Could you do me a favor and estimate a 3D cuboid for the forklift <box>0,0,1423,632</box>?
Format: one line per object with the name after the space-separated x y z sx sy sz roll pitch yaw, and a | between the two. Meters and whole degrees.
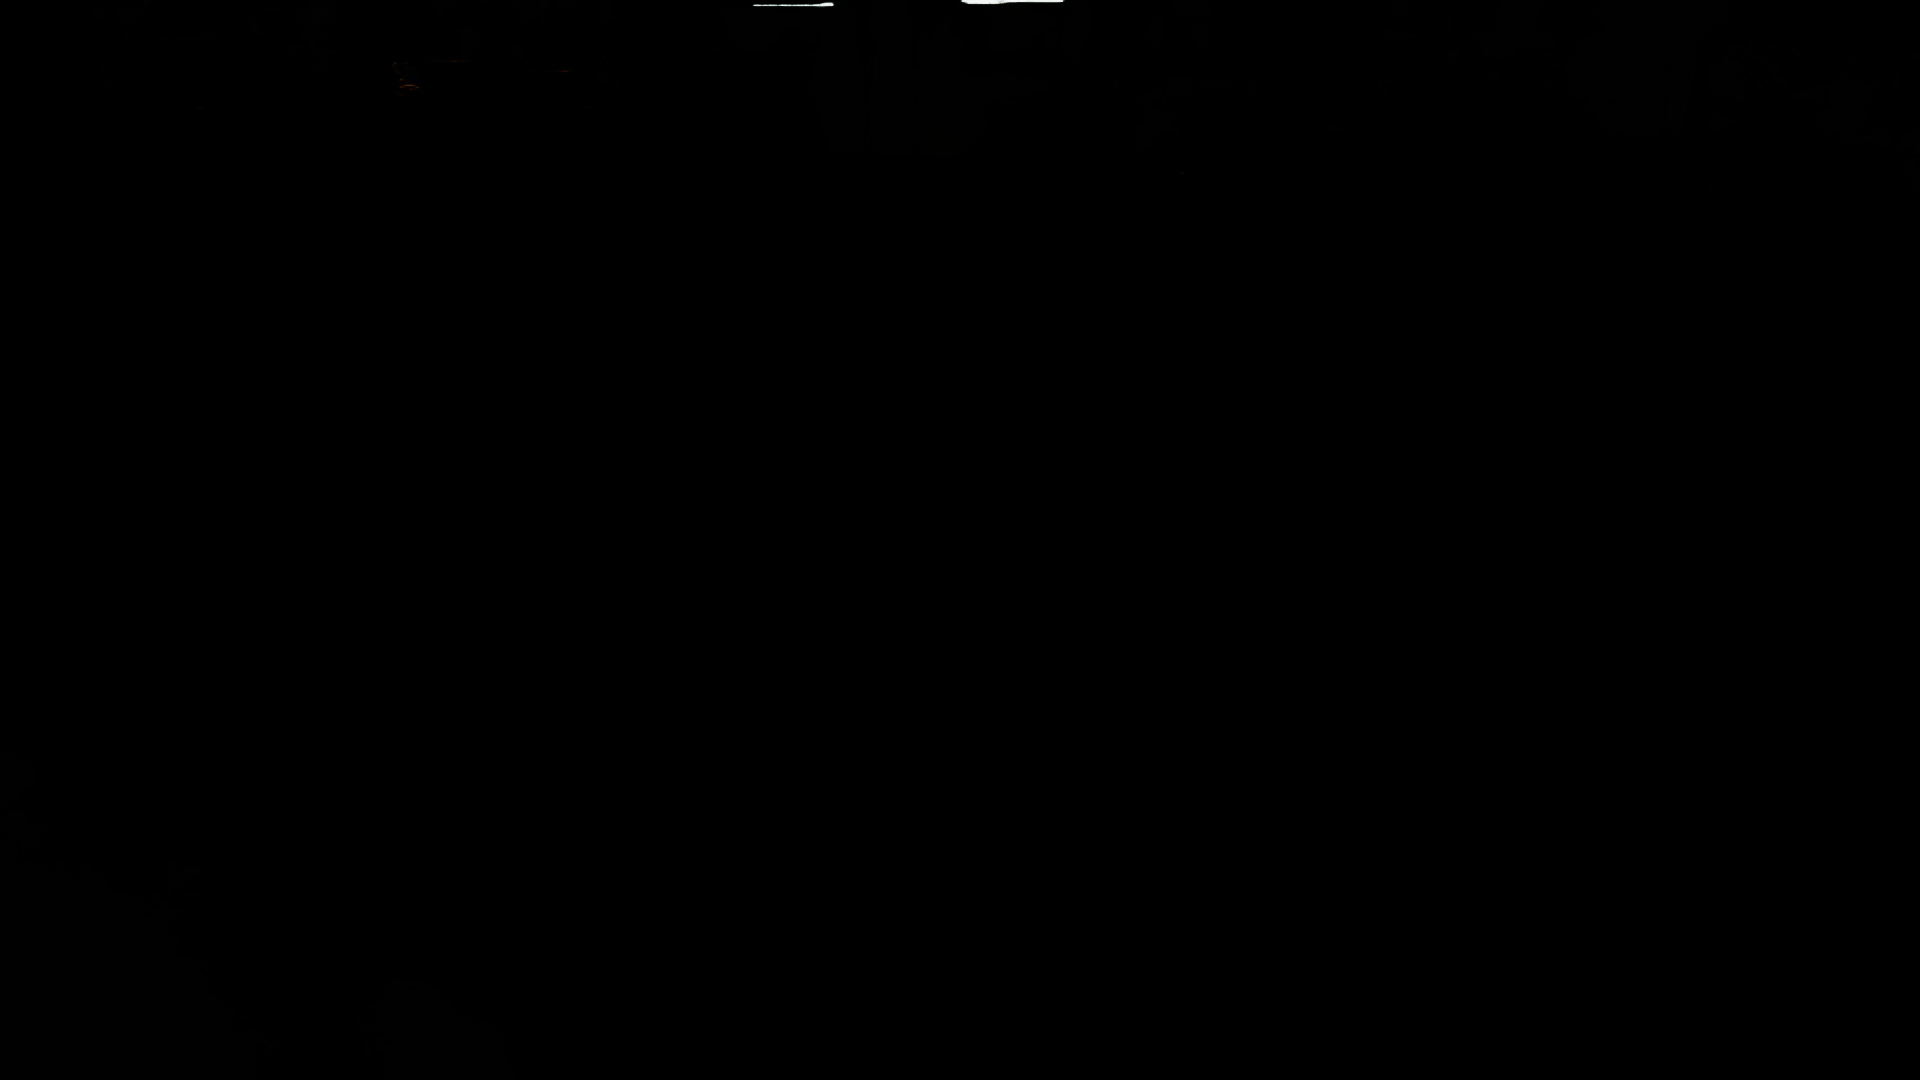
-0.618 -1.379 3.439 3.031 2.935 1.130 -2 17 -5 | forklift
